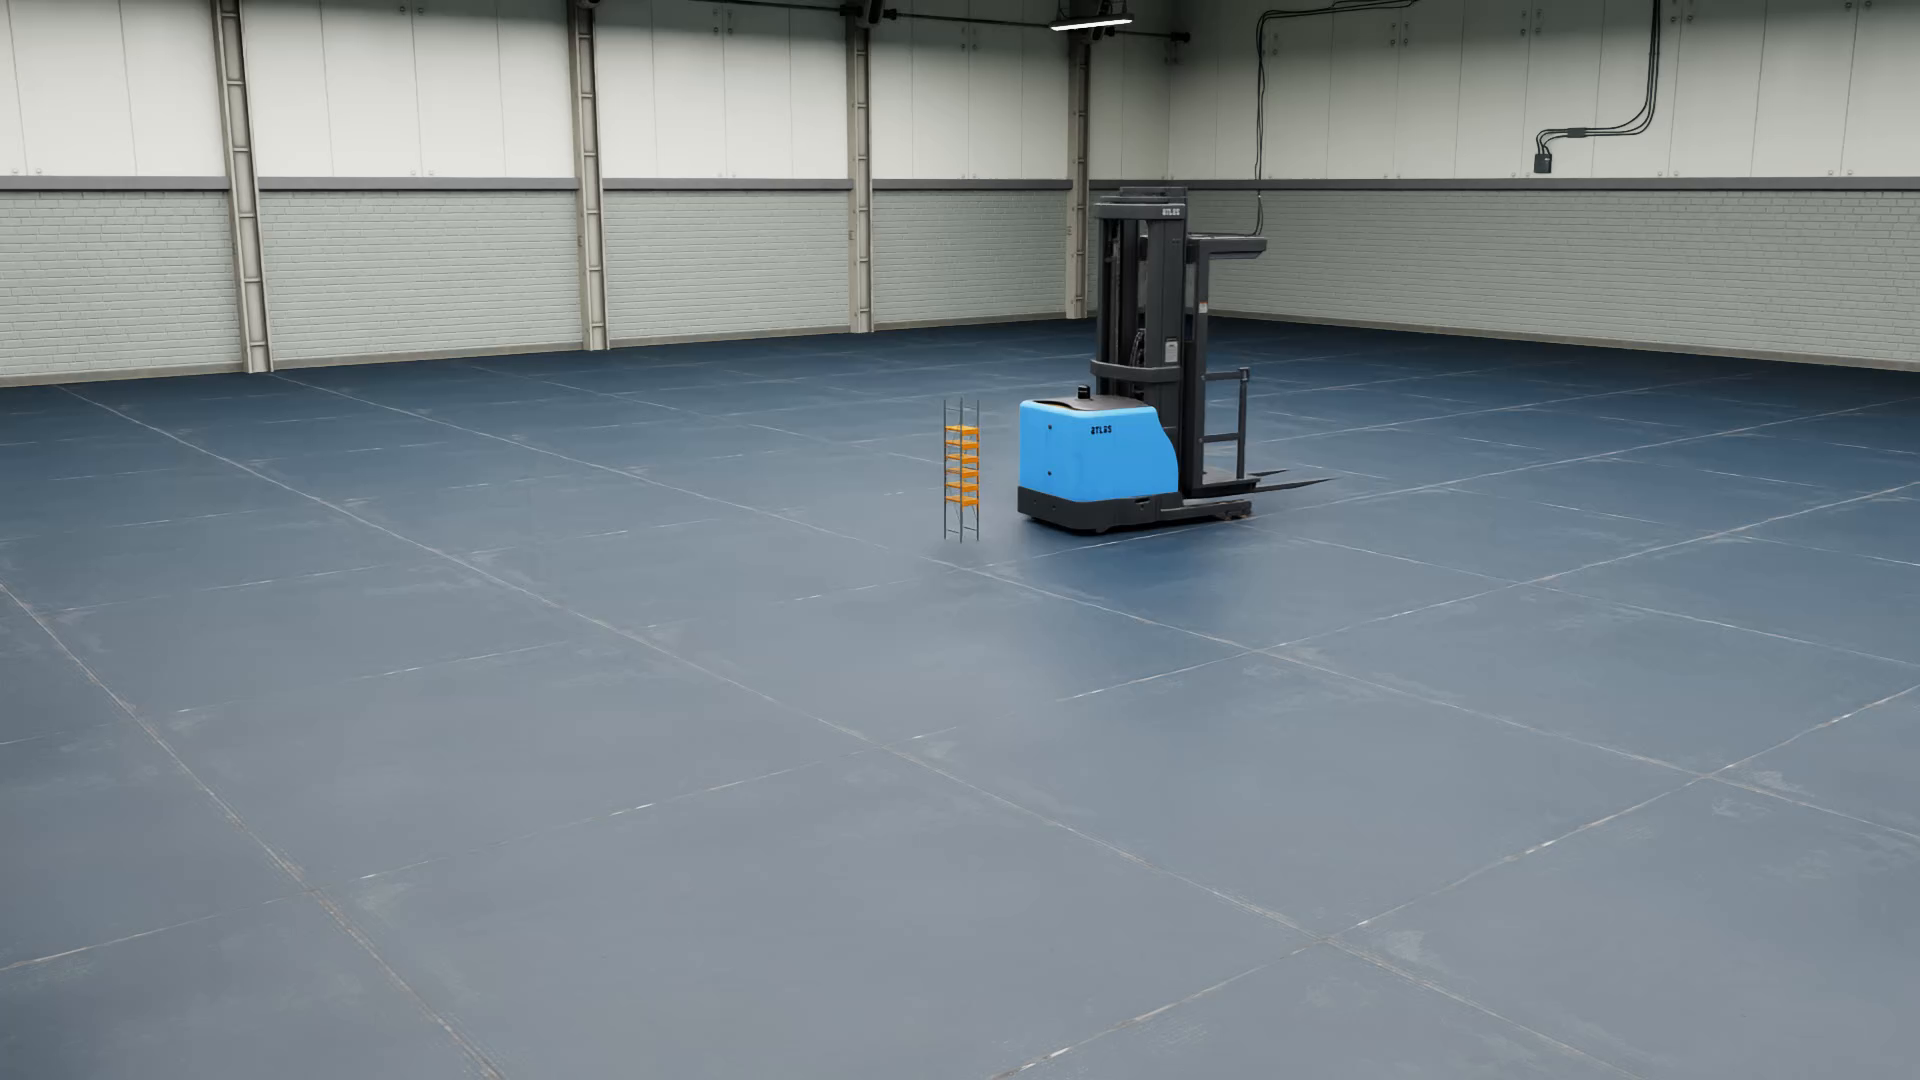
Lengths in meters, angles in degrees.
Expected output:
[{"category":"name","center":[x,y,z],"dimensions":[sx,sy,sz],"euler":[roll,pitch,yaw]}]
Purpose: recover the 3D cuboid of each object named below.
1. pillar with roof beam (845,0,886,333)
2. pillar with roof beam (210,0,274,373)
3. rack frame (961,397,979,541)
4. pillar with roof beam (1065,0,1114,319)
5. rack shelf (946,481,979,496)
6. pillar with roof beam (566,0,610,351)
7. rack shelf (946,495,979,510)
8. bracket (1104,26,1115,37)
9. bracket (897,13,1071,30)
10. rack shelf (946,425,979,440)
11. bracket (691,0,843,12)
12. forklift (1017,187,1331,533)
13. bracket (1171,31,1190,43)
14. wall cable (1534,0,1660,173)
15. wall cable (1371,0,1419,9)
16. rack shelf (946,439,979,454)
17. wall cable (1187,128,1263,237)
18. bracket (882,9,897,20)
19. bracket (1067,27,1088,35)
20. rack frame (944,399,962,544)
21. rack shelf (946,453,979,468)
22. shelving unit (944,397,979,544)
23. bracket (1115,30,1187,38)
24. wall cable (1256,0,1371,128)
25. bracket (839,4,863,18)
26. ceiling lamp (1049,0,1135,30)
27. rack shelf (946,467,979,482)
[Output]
[{"category":"pillar with roof beam","center":[0.660,-8.000,30.141],"dimensions":[0.548,9.000,9.100],"euler":[-9,15,-38]},{"category":"pillar with roof beam","center":[-8.710,-6.443,22.808],"dimensions":[0.400,9.000,9.100],"euler":[-9,15,-38]},{"category":"rack frame","center":[0.083,-0.601,14.069],"dimensions":[0.006,1.200,0.240],"euler":[-9,15,-38]},{"category":"pillar with roof beam","center":[5.345,-8.779,33.807],"dimensions":[0.548,9.000,9.100],"euler":[-9,15,-38]},{"category":"rack shelf","center":[0.011,-0.428,14.047],"dimensions":[0.180,0.103,0.258],"euler":[-9,15,-38]},{"category":"pillar with roof beam","center":[-4.025,-7.222,26.474],"dimensions":[0.548,9.000,9.100],"euler":[-9,15,-38]},{"category":"rack shelf","center":[0.011,-0.311,14.072],"dimensions":[0.180,0.103,0.258],"euler":[-9,15,-38]},{"category":"bracket","center":[3.202,-11.234,36.704],"dimensions":[0.430,0.232,0.235],"euler":[-9,15,-38]},{"category":"bracket","center":[0.542,-10.792,34.623],"dimensions":[4.783,0.066,0.076],"euler":[-9,15,-38]},{"category":"rack shelf","center":[0.011,-0.897,13.947],"dimensions":[0.180,0.103,0.258],"euler":[-9,15,-38]},{"category":"bracket","center":[-4.144,-10.014,30.956],"dimensions":[4.783,0.066,0.076],"euler":[-9,15,-38]},{"category":"forklift","center":[2.050,-1.695,15.056],"dimensions":[3.031,2.935,1.130],"euler":[-7,14,-30]},{"category":"bracket","center":[5.052,-11.542,38.153],"dimensions":[0.430,0.232,0.235],"euler":[-9,15,-38]},{"category":"wall cable","center":[11.700,-9.767,30.272],"dimensions":[0.169,6.003,2.305],"euler":[-9,15,-38]},{"category":"wall cable","center":[9.405,-11.881,32.781],"dimensions":[0.112,2.526,3.097],"euler":[-9,15,-38]},{"category":"rack shelf","center":[0.011,-0.780,13.972],"dimensions":[0.180,0.103,0.258],"euler":[-9,15,-38]},{"category":"wall cable","center":[5.782,-8.126,38.208],"dimensions":[0.112,2.526,3.097],"euler":[-9,15,-38]},{"category":"bracket","center":[-1.484,-10.456,33.038],"dimensions":[0.430,0.232,0.235],"euler":[-9,15,-38]},{"category":"bracket","center":[2.553,-11.127,36.197],"dimensions":[0.430,0.232,0.235],"euler":[-9,15,-38]},{"category":"rack frame","center":[-0.060,-0.577,13.957],"dimensions":[0.006,1.200,0.240],"euler":[-9,15,-38]},{"category":"rack shelf","center":[0.011,-0.663,13.997],"dimensions":[0.180,0.103,0.258],"euler":[-9,15,-38]},{"category":"shelving unit","center":[0.011,-0.589,14.013],"dimensions":[0.189,1.200,0.258],"euler":[-9,15,-38]},{"category":"bracket","center":[4.591,-11.465,37.792],"dimensions":[3.189,0.066,0.076],"euler":[-9,15,-38]},{"category":"wall cable","center":[7.472,-10.158,35.618],"dimensions":[0.112,2.526,3.097],"euler":[-9,15,-38]},{"category":"bracket","center":[-2.132,-10.348,32.531],"dimensions":[0.430,0.232,0.235],"euler":[-9,15,-38]},{"category":"ceiling lamp","center":[2.605,-11.061,30.500],"dimensions":[0.800,3.185,2.000],"euler":[-9,15,-38]},{"category":"rack shelf","center":[0.011,-0.545,14.022],"dimensions":[0.180,0.103,0.258],"euler":[-9,15,-38]}]
